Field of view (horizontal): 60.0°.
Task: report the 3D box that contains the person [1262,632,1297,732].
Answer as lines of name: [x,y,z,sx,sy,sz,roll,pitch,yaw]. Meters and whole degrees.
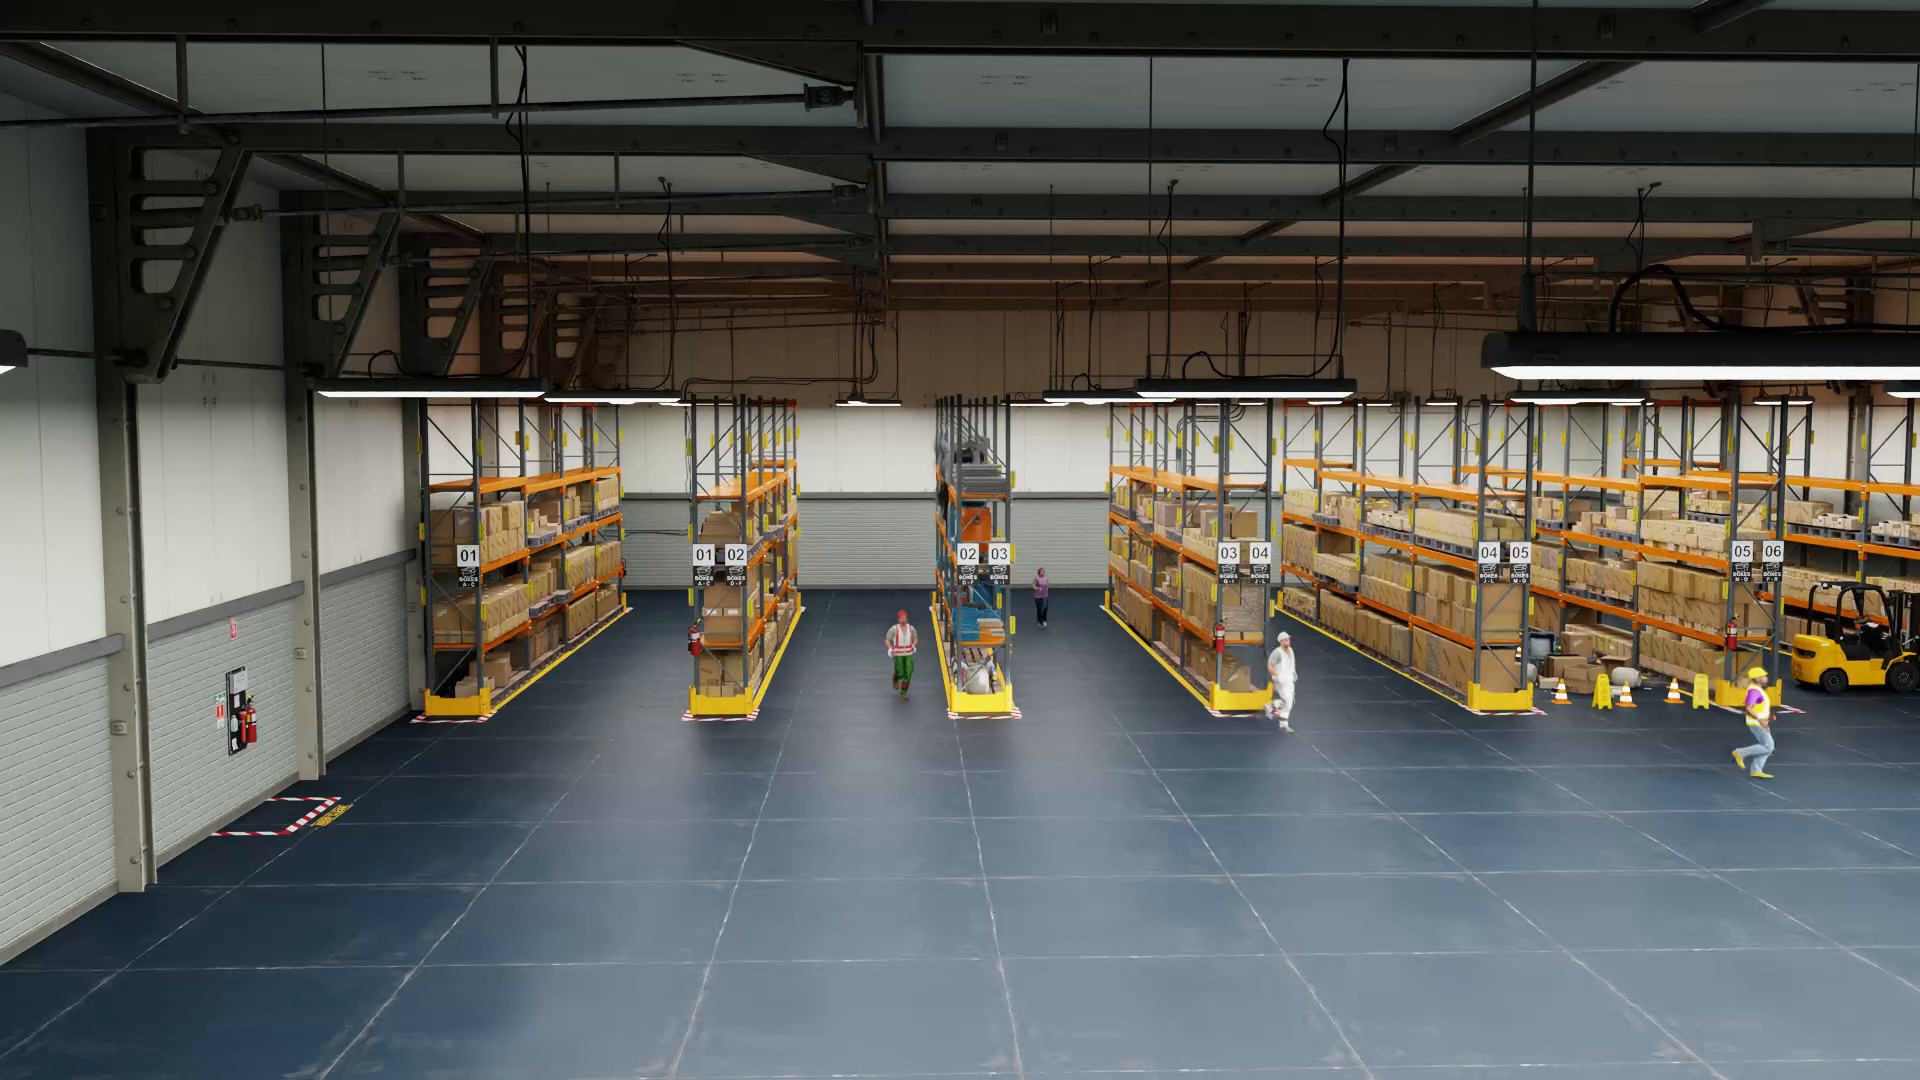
person: [5.695,2.516,29.713,0.662,1.776,0.688,-4,6,-42]

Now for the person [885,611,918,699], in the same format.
person: [-1.131,2.270,32.927,0.657,1.743,0.601,-1,5,-17]

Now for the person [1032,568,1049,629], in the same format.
person: [2.116,1.518,43.426,0.508,1.599,0.651,-1,5,-12]

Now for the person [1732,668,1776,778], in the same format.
person: [12.345,2.832,25.837,0.589,1.717,0.702,2,5,26]
